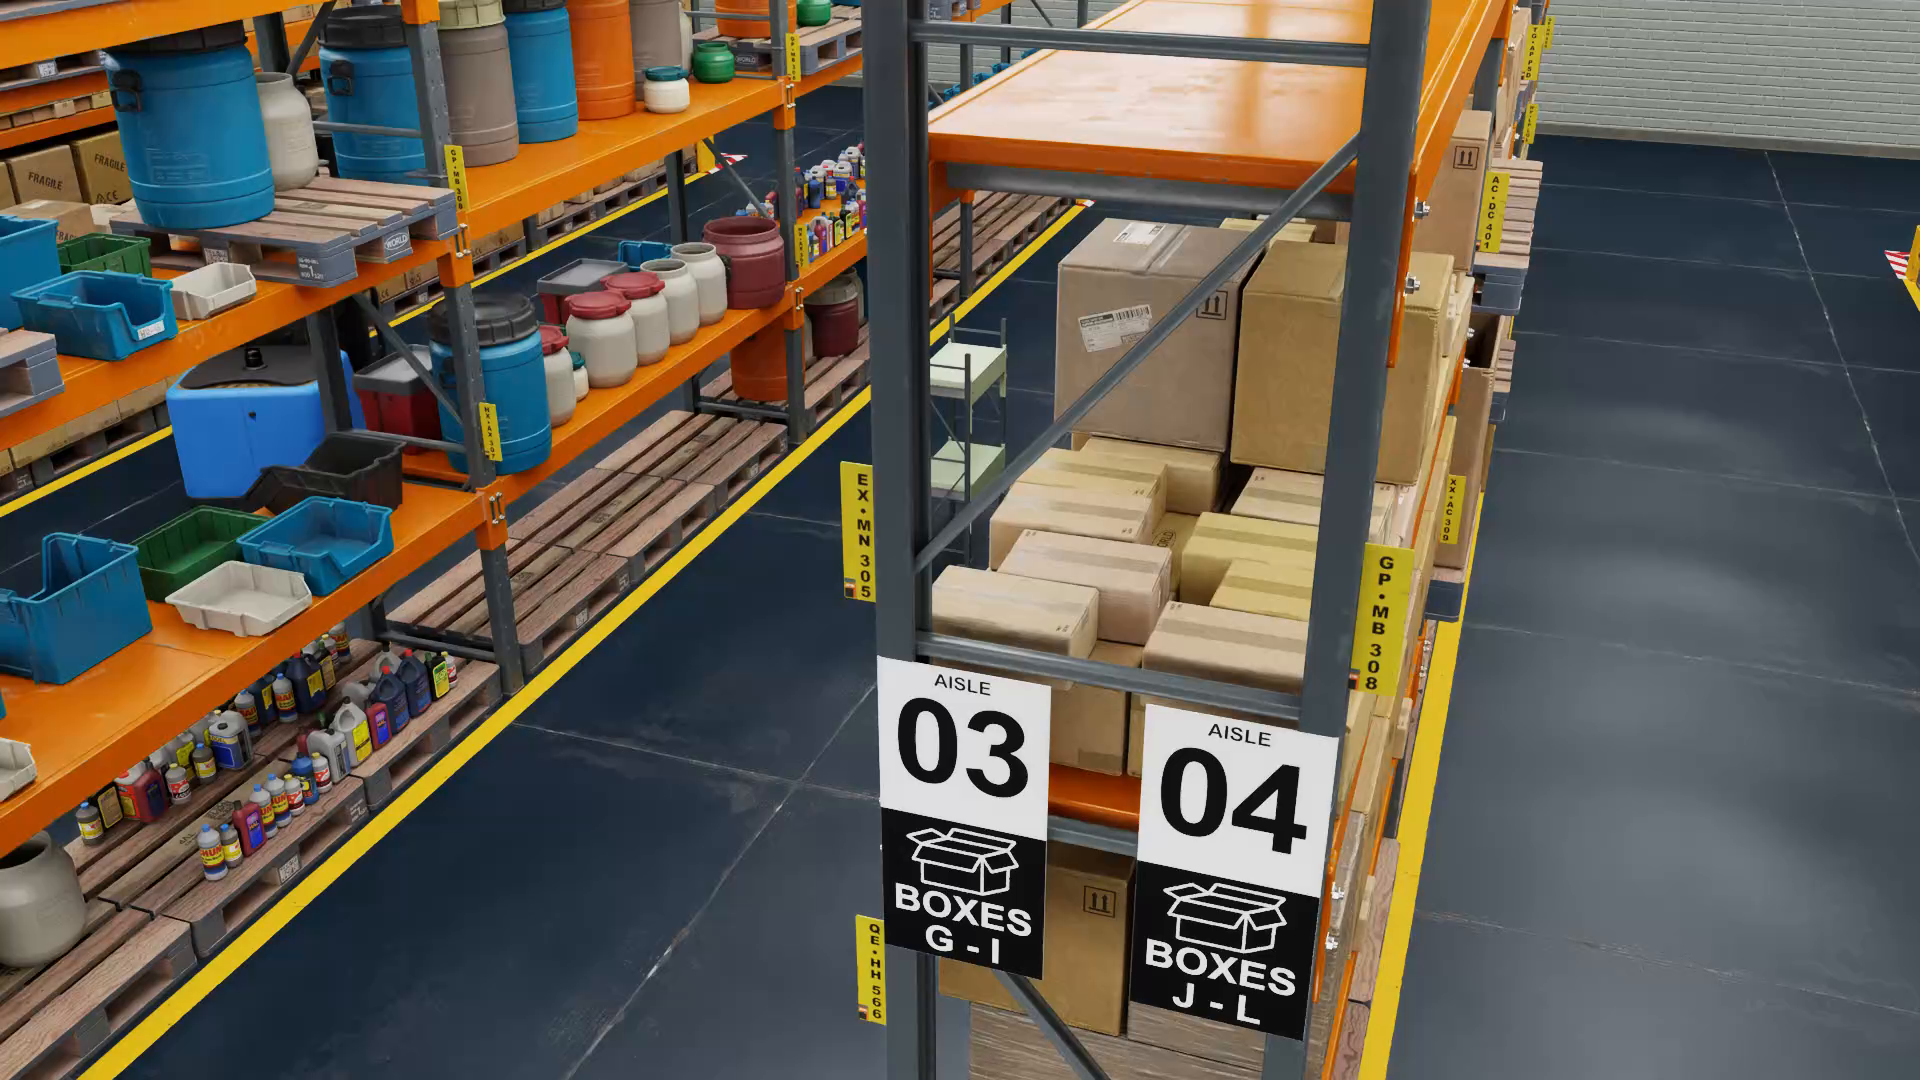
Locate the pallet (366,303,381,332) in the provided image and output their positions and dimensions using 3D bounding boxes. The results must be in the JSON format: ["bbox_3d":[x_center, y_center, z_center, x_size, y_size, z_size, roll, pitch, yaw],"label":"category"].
[{"bbox_3d":[-6.085,-1.948,15.255,1.003,0.211,1.213,9,27,17],"label":"pallet"}]

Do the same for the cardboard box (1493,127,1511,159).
[{"bbox_3d":[2.722,-2.104,9.107,0.500,0.250,0.500,10,27,19],"label":"cardboard box"}]

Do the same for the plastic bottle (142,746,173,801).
[{"bbox_3d":[-4.008,1.158,8.260,0.152,0.276,0.135,8,27,16],"label":"plastic bottle"}]

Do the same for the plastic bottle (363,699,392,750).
[{"bbox_3d":[-3.052,0.944,8.693,0.061,0.283,0.133,11,28,21],"label":"plastic bottle"}]

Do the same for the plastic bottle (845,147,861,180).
[{"bbox_3d":[-1.003,-3.485,15.371,0.152,0.276,0.135,9,27,17],"label":"plastic bottle"}]

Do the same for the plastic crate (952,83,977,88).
[{"bbox_3d":[0.132,-4.827,18.123,0.416,0.233,0.300,9,27,17],"label":"plastic crate"}]

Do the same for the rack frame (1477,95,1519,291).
[{"bbox_3d":[2.971,-1.464,11.055,1.000,3.000,0.127,9,27,17],"label":"rack frame"}]

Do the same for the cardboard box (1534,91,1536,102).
[{"bbox_3d":[5.723,-4.580,17.322,0.500,0.250,0.500,8,27,17],"label":"cardboard box"}]

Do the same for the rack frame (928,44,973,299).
[{"bbox_3d":[-0.368,-3.826,15.934,1.000,3.000,0.127,9,27,17],"label":"rack frame"}]

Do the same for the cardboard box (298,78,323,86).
[{"bbox_3d":[-8.665,-6.041,22.150,0.380,0.149,0.250,9,27,18],"label":"cardboard box"}]

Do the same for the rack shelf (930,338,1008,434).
[{"bbox_3d":[-0.002,-1.024,10.971,0.431,0.370,0.720,9,27,17],"label":"rack shelf"}]

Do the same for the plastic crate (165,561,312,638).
[{"bbox_3d":[-3.332,0.284,7.747,0.530,0.136,0.437,9,27,17],"label":"plastic crate"}]

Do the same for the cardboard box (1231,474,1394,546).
[{"bbox_3d":[0.922,-0.034,4.374,0.380,0.149,0.250,10,28,20],"label":"cardboard box"}]

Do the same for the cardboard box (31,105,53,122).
[{"bbox_3d":[-9.923,-4.564,17.722,0.380,0.149,0.250,9,27,17],"label":"cardboard box"}]

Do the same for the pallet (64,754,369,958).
[{"bbox_3d":[-3.697,1.490,8.155,1.003,0.211,1.213,9,27,17],"label":"pallet"}]

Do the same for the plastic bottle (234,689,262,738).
[{"bbox_3d":[-3.767,0.907,8.785,0.097,0.271,0.097,0,26,0],"label":"plastic bottle"}]

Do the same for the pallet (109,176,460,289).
[{"bbox_3d":[-3.178,-1.493,7.889,1.213,0.211,1.003,9,27,17],"label":"pallet"}]

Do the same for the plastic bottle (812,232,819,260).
[{"bbox_3d":[-1.154,-2.307,13.025,0.097,0.201,0.097,0,26,0],"label":"plastic bottle"}]

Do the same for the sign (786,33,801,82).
[{"bbox_3d":[-1.178,-3.408,11.749,0.100,0.325,0.005,9,27,17],"label":"sign"}]

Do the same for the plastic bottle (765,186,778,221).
[{"bbox_3d":[-1.587,-2.827,14.005,0.061,0.283,0.133,9,27,17],"label":"plastic bottle"}]

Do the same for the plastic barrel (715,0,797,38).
[{"bbox_3d":[-1.508,-4.147,12.181,0.600,0.830,0.708,9,27,17],"label":"plastic barrel"}]

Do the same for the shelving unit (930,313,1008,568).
[{"bbox_3d":[-0.002,-0.672,11.141,0.431,1.500,0.755,9,27,17],"label":"shelving unit"}]

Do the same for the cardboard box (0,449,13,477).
[{"bbox_3d":[-7.161,-0.549,11.840,0.500,0.250,0.500,9,27,19],"label":"cardboard box"}]

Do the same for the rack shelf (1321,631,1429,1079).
[{"bbox_3d":[0.975,1.326,6.119,1.077,0.370,4.000,9,27,17],"label":"rack shelf"}]

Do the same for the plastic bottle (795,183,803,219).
[{"bbox_3d":[-1.389,-2.883,14.119,0.061,0.283,0.133,9,27,17],"label":"plastic bottle"}]

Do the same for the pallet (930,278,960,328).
[{"bbox_3d":[-0.664,-2.260,15.899,1.003,0.211,1.213,9,27,17],"label":"pallet"}]

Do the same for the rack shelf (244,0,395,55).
[{"bbox_3d":[-5.704,-4.750,15.226,1.077,0.370,4.000,9,27,17],"label":"rack shelf"}]

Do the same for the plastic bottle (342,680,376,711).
[{"bbox_3d":[-3.185,0.864,8.868,0.152,0.276,0.135,9,27,17],"label":"plastic bottle"}]

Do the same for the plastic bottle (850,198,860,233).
[{"bbox_3d":[-0.879,-2.679,13.712,0.097,0.271,0.097,0,26,0],"label":"plastic bottle"}]

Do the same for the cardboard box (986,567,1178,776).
[{"bbox_3d":[0.230,0.306,4.129,0.500,0.250,0.500,9,27,19],"label":"cardboard box"}]

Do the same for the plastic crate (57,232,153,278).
[{"bbox_3d":[-3.812,-1.184,7.278,0.336,0.188,0.450,9,27,17],"label":"plastic crate"}]

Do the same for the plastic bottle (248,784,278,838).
[{"bbox_3d":[-3.350,1.295,7.984,0.097,0.271,0.097,0,26,0],"label":"plastic bottle"}]

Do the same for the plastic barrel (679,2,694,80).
[{"bbox_3d":[-2.092,-3.499,11.689,0.421,0.512,0.421,0,26,0],"label":"plastic barrel"}]

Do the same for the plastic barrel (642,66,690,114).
[{"bbox_3d":[-1.902,-2.914,10.766,0.301,0.262,0.301,0,26,0],"label":"plastic barrel"}]

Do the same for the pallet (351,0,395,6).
[{"bbox_3d":[-5.663,-5.127,15.394,1.213,0.211,1.003,9,27,17],"label":"pallet"}]

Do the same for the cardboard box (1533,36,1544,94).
[{"bbox_3d":[5.719,-4.917,17.157,0.500,0.500,0.500,9,27,18],"label":"cardboard box"}]

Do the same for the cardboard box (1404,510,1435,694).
[{"bbox_3d":[1.418,0.187,6.042,0.500,0.500,0.500,9,27,17],"label":"cardboard box"}]

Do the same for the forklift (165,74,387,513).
[{"bbox_3d":[-4.919,-1.995,12.230,1.130,2.935,3.031,-2,26,-4],"label":"forklift"}]

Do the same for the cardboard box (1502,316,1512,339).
[{"bbox_3d":[3.525,-1.342,12.760,1.225,0.875,0.875,9,27,18],"label":"cardboard box"}]

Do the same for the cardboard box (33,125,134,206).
[{"bbox_3d":[-9.804,-4.198,18.687,0.750,0.750,0.750,9,27,18],"label":"cardboard box"}]

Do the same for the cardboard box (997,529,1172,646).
[{"bbox_3d":[0.305,0.112,4.072,0.380,0.149,0.250,8,27,16],"label":"cardboard box"}]

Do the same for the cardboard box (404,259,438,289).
[{"bbox_3d":[-5.439,-2.757,16.090,0.500,0.500,0.500,8,27,16],"label":"cardboard box"}]

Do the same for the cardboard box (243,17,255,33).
[{"bbox_3d":[-6.256,-4.481,13.730,0.910,0.500,0.500,9,27,17],"label":"cardboard box"}]

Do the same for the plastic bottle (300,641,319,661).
[{"bbox_3d":[-3.632,0.694,9.219,0.152,0.276,0.135,10,27,19],"label":"plastic bottle"}]

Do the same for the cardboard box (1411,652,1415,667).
[{"bbox_3d":[1.846,0.424,7.444,0.380,0.149,0.250,9,27,17],"label":"cardboard box"}]

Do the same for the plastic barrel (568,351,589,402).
[{"bbox_3d":[-2.445,-0.998,10.251,0.301,0.262,0.301,0,26,0],"label":"plastic barrel"}]

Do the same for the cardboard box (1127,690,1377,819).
[{"bbox_3d":[0.713,0.381,3.975,0.500,0.250,0.500,10,27,19],"label":"cardboard box"}]

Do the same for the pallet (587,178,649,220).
[{"bbox_3d":[-4.404,-4.076,19.650,1.003,0.211,1.213,9,27,17],"label":"pallet"}]

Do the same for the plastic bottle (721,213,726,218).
[{"bbox_3d":[-1.890,-2.453,13.231,0.061,0.283,0.133,9,27,17],"label":"plastic bottle"}]

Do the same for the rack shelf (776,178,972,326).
[{"bbox_3d":[-1.034,-2.680,14.393,1.077,0.370,4.000,9,27,17],"label":"rack shelf"}]

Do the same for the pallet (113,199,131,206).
[{"bbox_3d":[-9.896,-3.680,18.831,1.003,0.211,1.213,9,27,17],"label":"pallet"}]

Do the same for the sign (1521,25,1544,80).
[{"bbox_3d":[3.482,-2.967,10.124,0.100,0.325,0.005,9,27,17],"label":"sign"}]

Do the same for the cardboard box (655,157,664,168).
[{"bbox_3d":[-3.875,-4.700,20.485,0.380,0.166,0.250,9,27,17],"label":"cardboard box"}]
